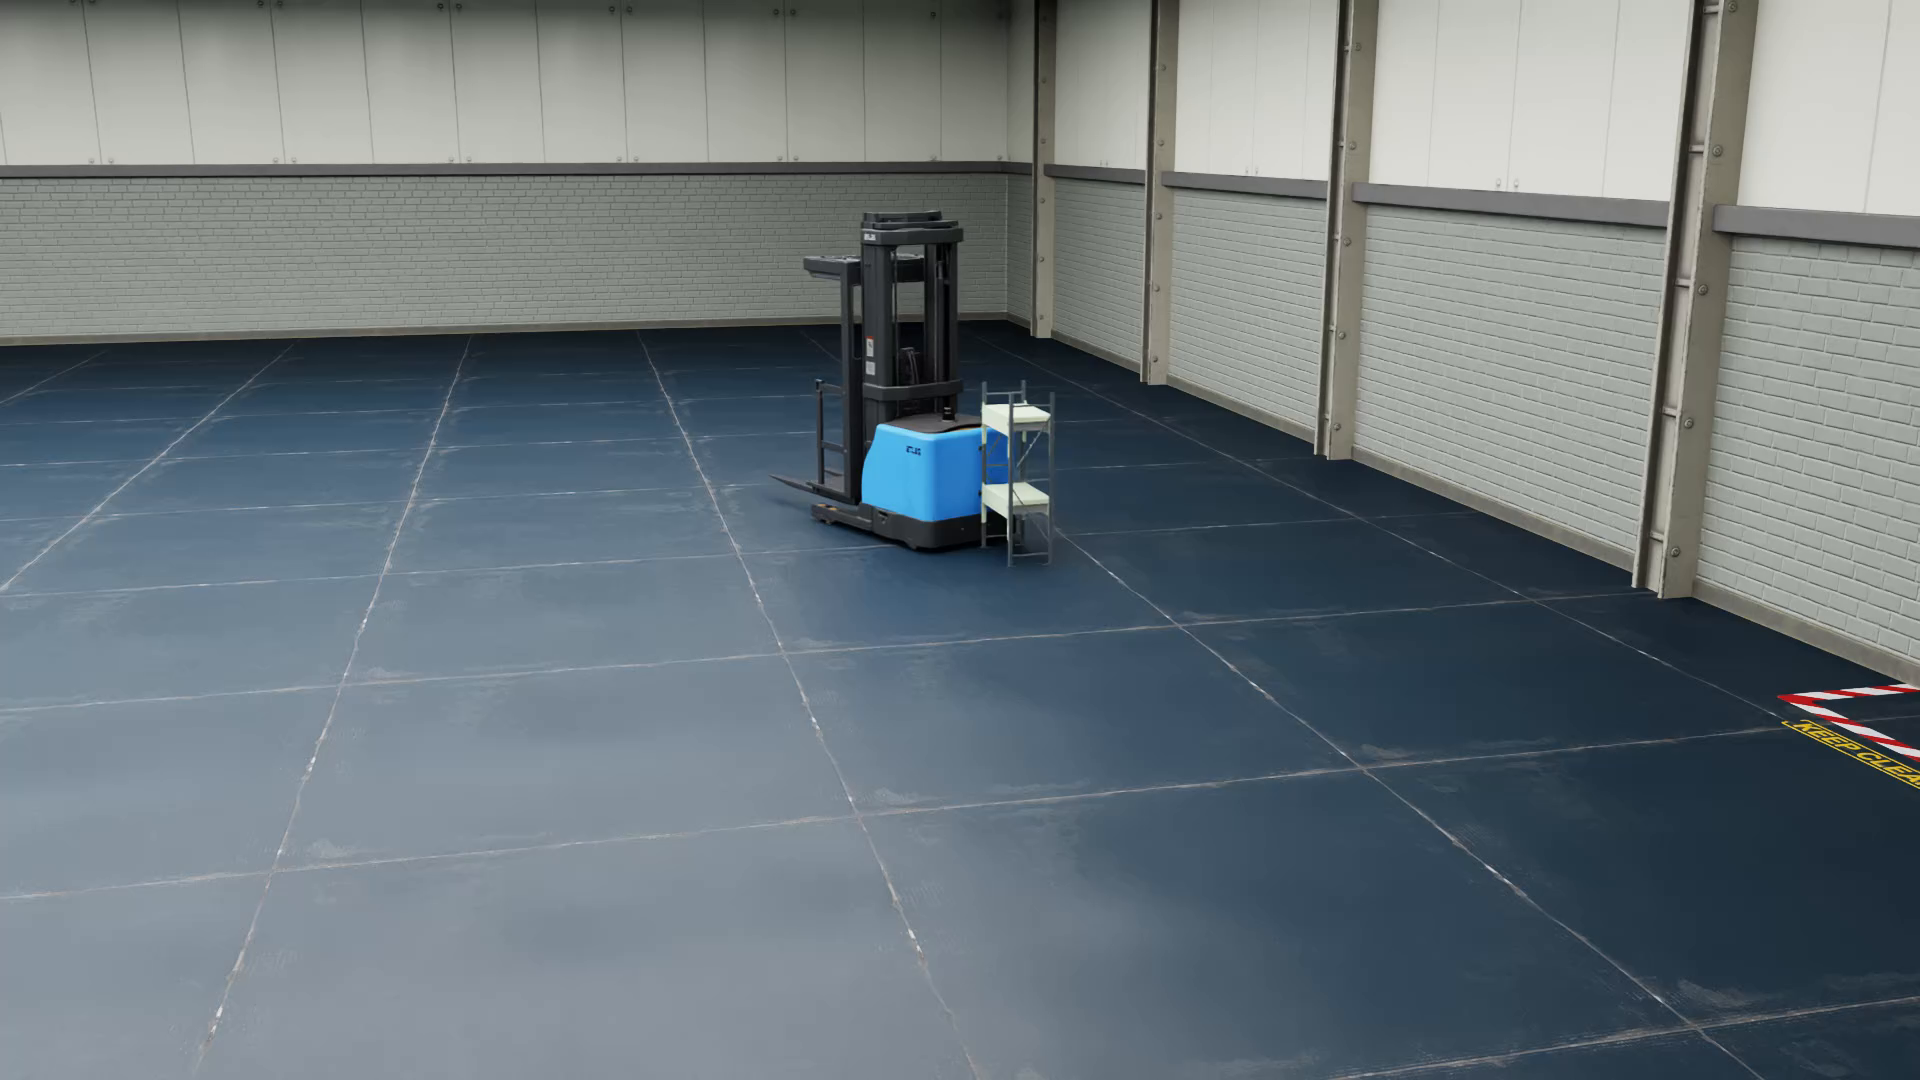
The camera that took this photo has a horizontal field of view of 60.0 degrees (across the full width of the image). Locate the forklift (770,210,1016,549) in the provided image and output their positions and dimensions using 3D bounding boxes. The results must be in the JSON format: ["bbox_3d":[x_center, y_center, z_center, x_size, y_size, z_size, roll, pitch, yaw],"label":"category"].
[{"bbox_3d":[-0.774,-1.633,15.760,1.130,2.935,3.031,-10,17,-36],"label":"forklift"}]

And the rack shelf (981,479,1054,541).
[{"bbox_3d":[0.496,-0.268,14.560,0.431,0.370,0.720,-4,14,-17],"label":"rack shelf"}]

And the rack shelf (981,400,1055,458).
[{"bbox_3d":[0.496,-0.964,14.390,0.431,0.370,0.720,-4,14,-17],"label":"rack shelf"}]

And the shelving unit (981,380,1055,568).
[{"bbox_3d":[0.496,-0.585,14.483,0.431,1.500,0.755,-4,14,-17],"label":"shelving unit"}]

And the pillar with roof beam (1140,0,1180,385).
[{"bbox_3d":[-1.279,-6.483,22.826,9.100,9.000,0.400,-3,14,-13],"label":"pillar with roof beam"}]

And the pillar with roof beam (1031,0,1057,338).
[{"bbox_3d":[-2.688,-7.868,28.492,9.100,9.000,0.400,-3,14,-13],"label":"pillar with roof beam"}]

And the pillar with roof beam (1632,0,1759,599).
[{"bbox_3d":[1.540,-3.715,11.495,9.100,9.000,0.400,-3,14,-13],"label":"pillar with roof beam"}]

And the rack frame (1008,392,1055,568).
[{"bbox_3d":[0.605,-0.502,14.143,0.400,1.500,0.023,-4,14,-17],"label":"rack frame"}]

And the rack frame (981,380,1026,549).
[{"bbox_3d":[0.388,-0.668,14.822,0.400,1.500,0.023,-4,14,-17],"label":"rack frame"}]

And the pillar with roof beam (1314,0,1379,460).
[{"bbox_3d":[0.131,-5.099,17.161,9.100,9.000,0.400,-3,14,-13],"label":"pillar with roof beam"}]
